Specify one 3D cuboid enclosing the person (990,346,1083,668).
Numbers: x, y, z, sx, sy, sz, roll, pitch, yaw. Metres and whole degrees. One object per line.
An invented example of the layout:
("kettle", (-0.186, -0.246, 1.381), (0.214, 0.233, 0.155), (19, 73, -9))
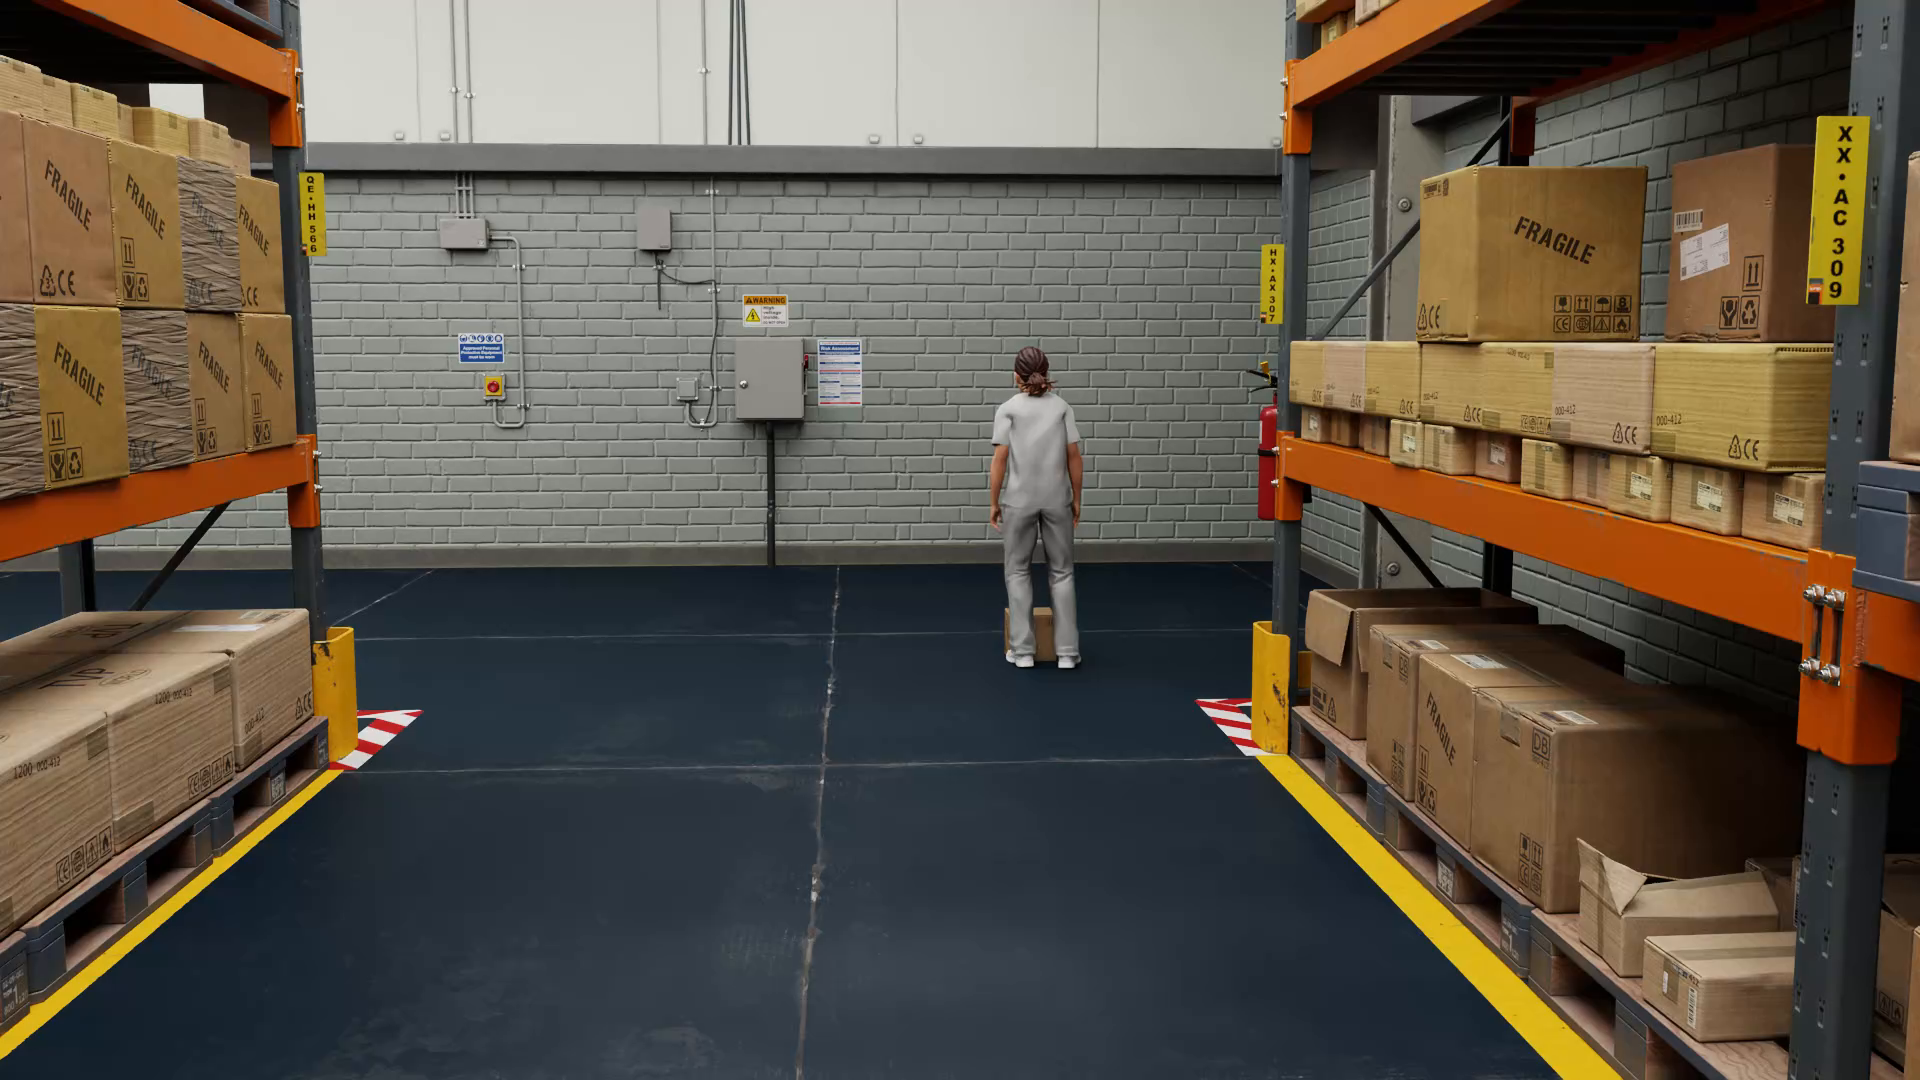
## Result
("person", (0.399, -0.054, 8.674), (0.511, 1.437, 0.417), (-1, 7, -7))
